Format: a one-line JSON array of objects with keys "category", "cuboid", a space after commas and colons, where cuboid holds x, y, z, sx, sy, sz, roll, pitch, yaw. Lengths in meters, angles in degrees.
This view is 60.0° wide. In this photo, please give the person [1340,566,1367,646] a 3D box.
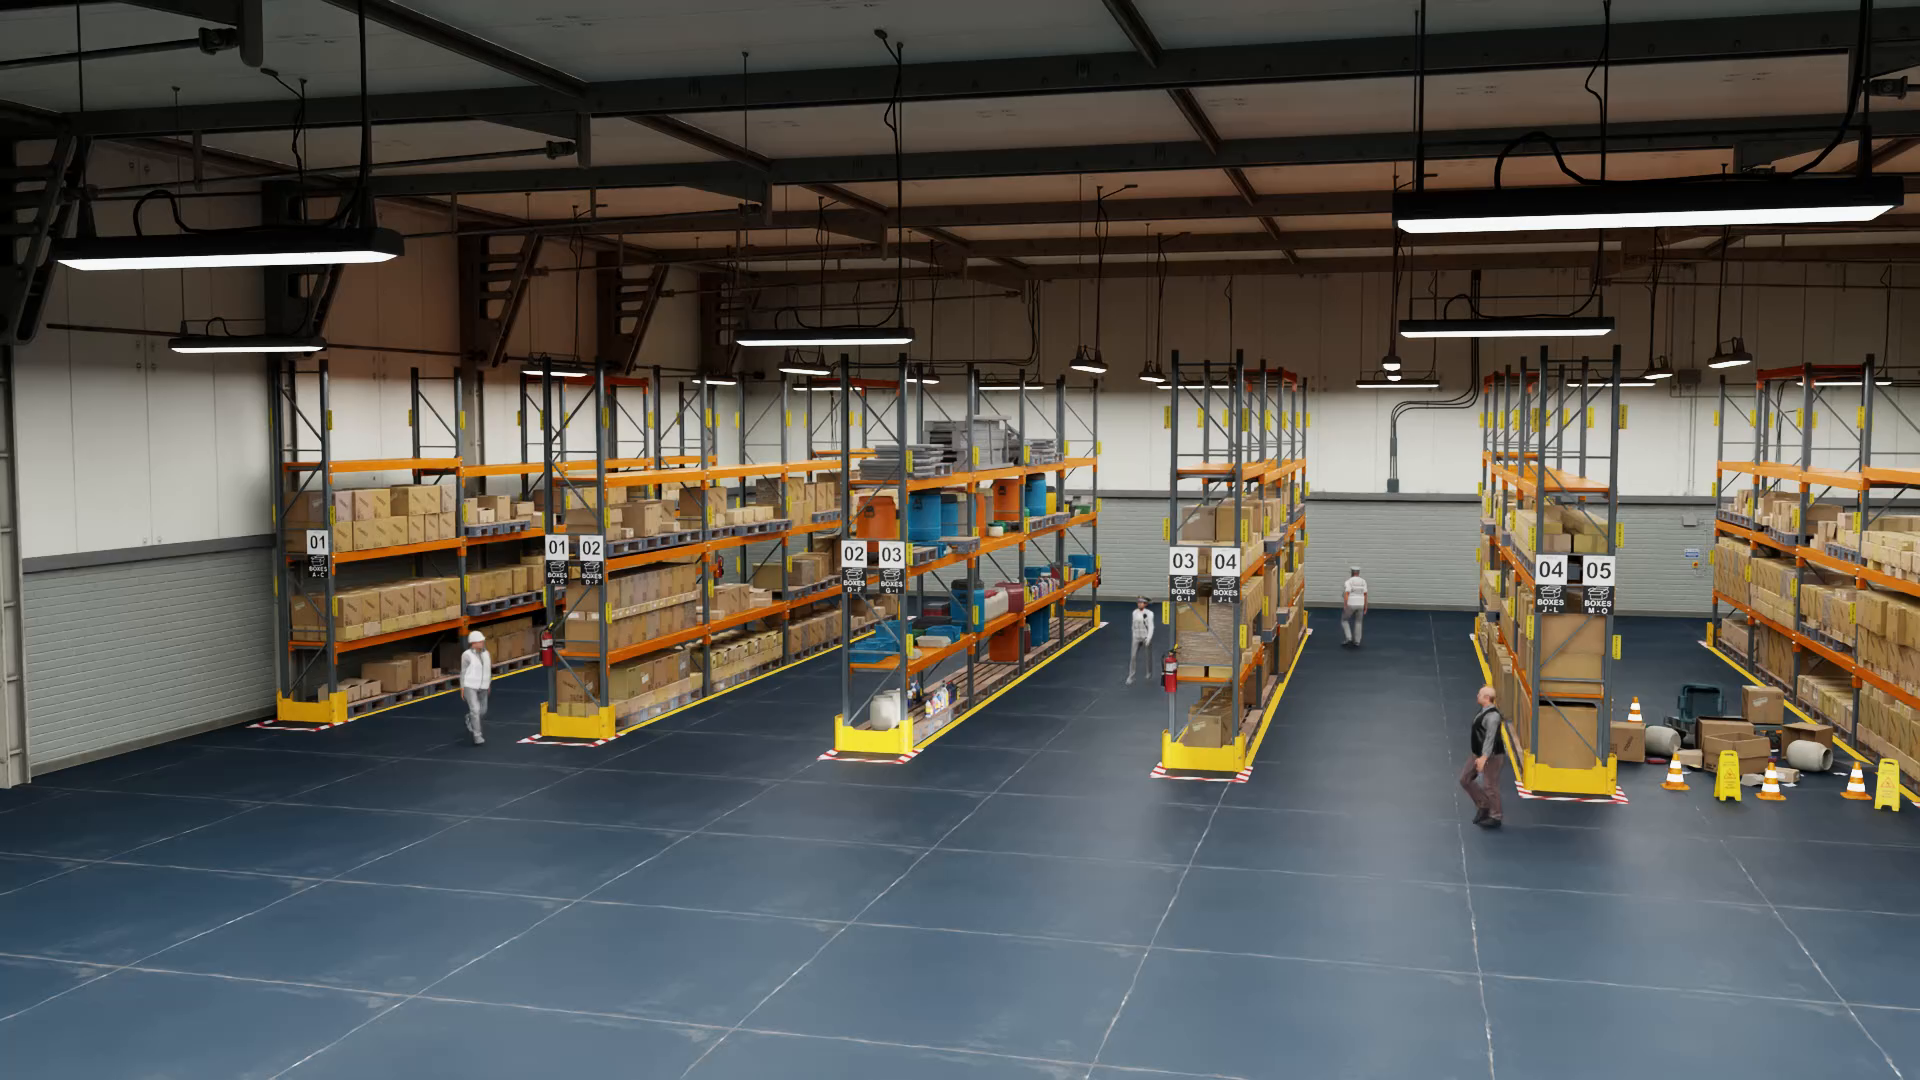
[{"category": "person", "cuboid": [8.774, 1.476, 36.991, 0.580, 1.793, 0.413, -1, 4, -12]}]

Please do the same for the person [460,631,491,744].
[{"category": "person", "cuboid": [-7.579, 2.266, 25.949, 0.538, 1.736, 0.944, -4, 6, -42]}]

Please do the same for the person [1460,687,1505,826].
[{"category": "person", "cuboid": [6.460, 2.623, 20.447, 0.478, 1.652, 0.521, -1, 4, -10]}]

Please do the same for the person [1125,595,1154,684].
[{"category": "person", "cuboid": [3.475, 1.876, 31.743, 0.501, 1.654, 0.961, 2, 5, 24]}]
